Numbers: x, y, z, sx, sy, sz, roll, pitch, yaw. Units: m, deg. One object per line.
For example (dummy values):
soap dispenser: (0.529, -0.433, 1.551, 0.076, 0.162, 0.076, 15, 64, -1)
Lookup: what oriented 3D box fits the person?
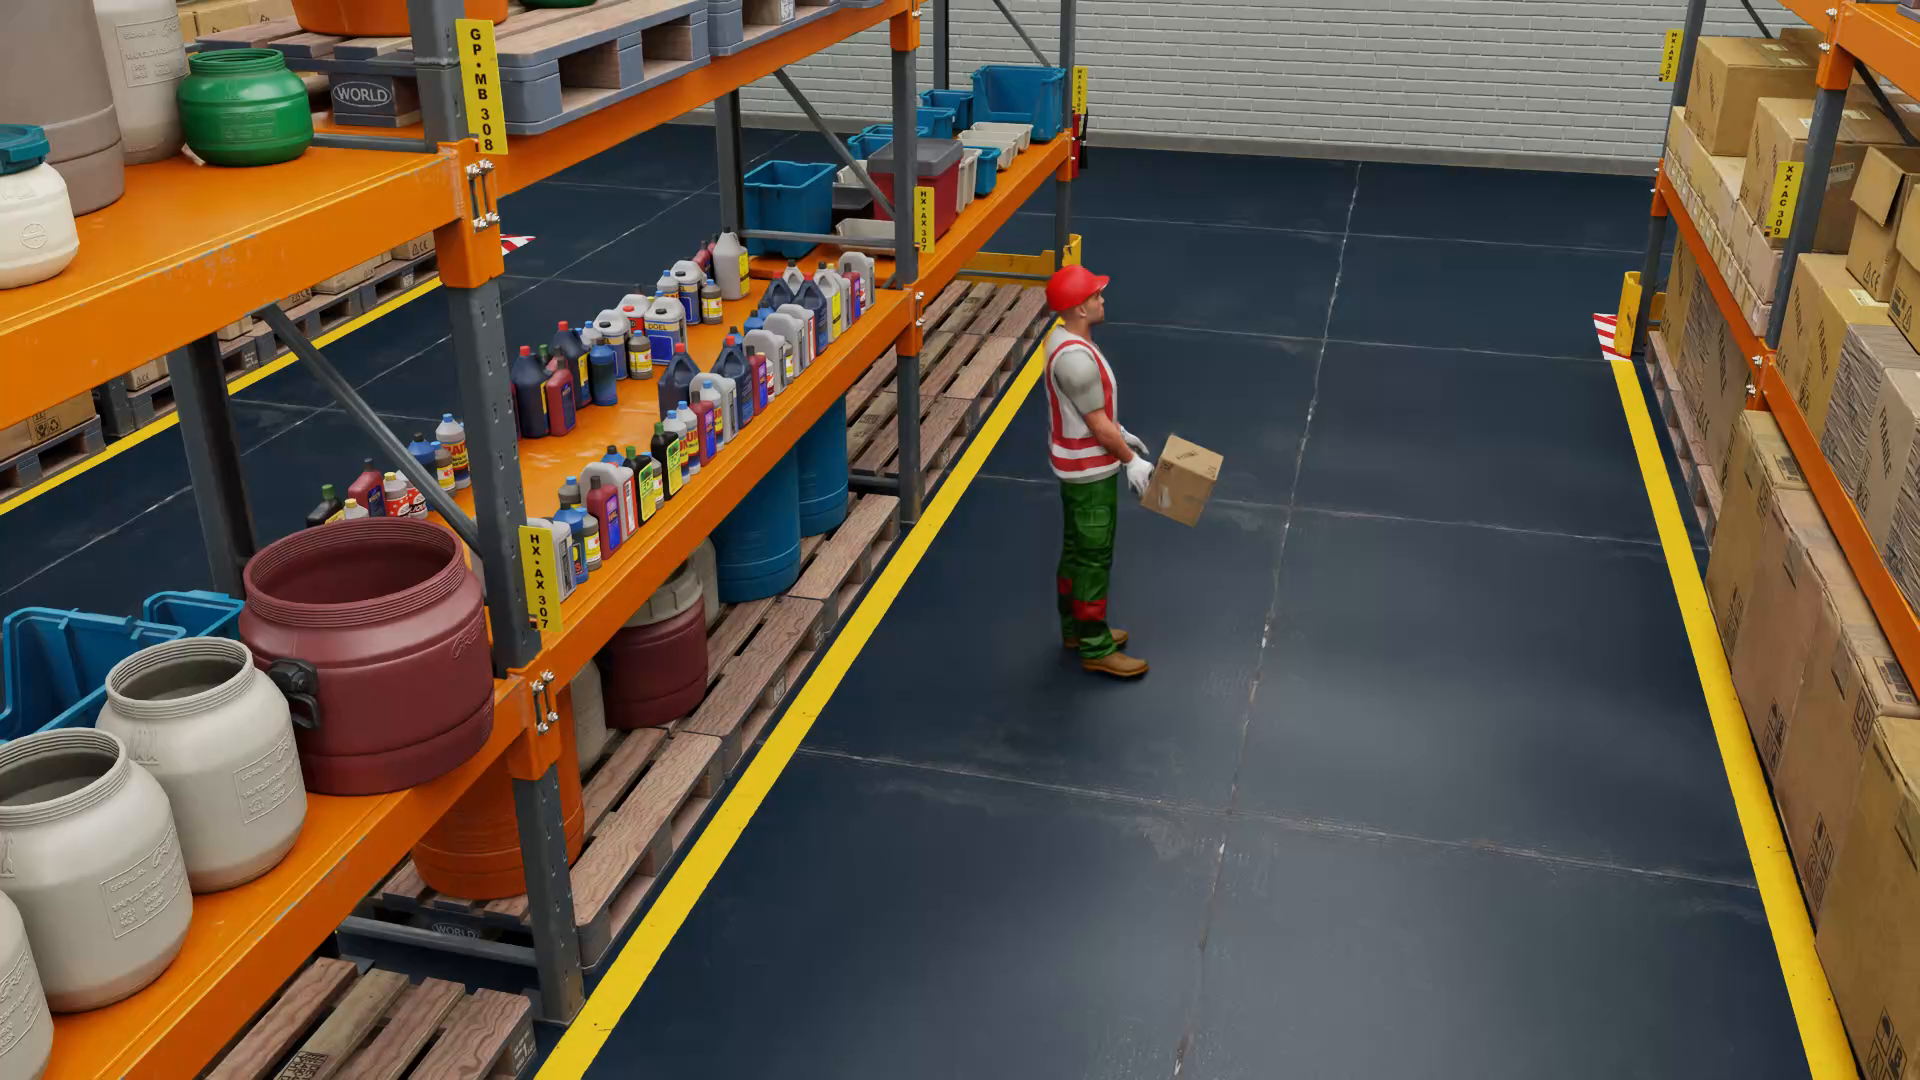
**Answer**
person: (0.599, -0.309, 7.225, 0.498, 1.794, 0.561, -1, 25, -3)
